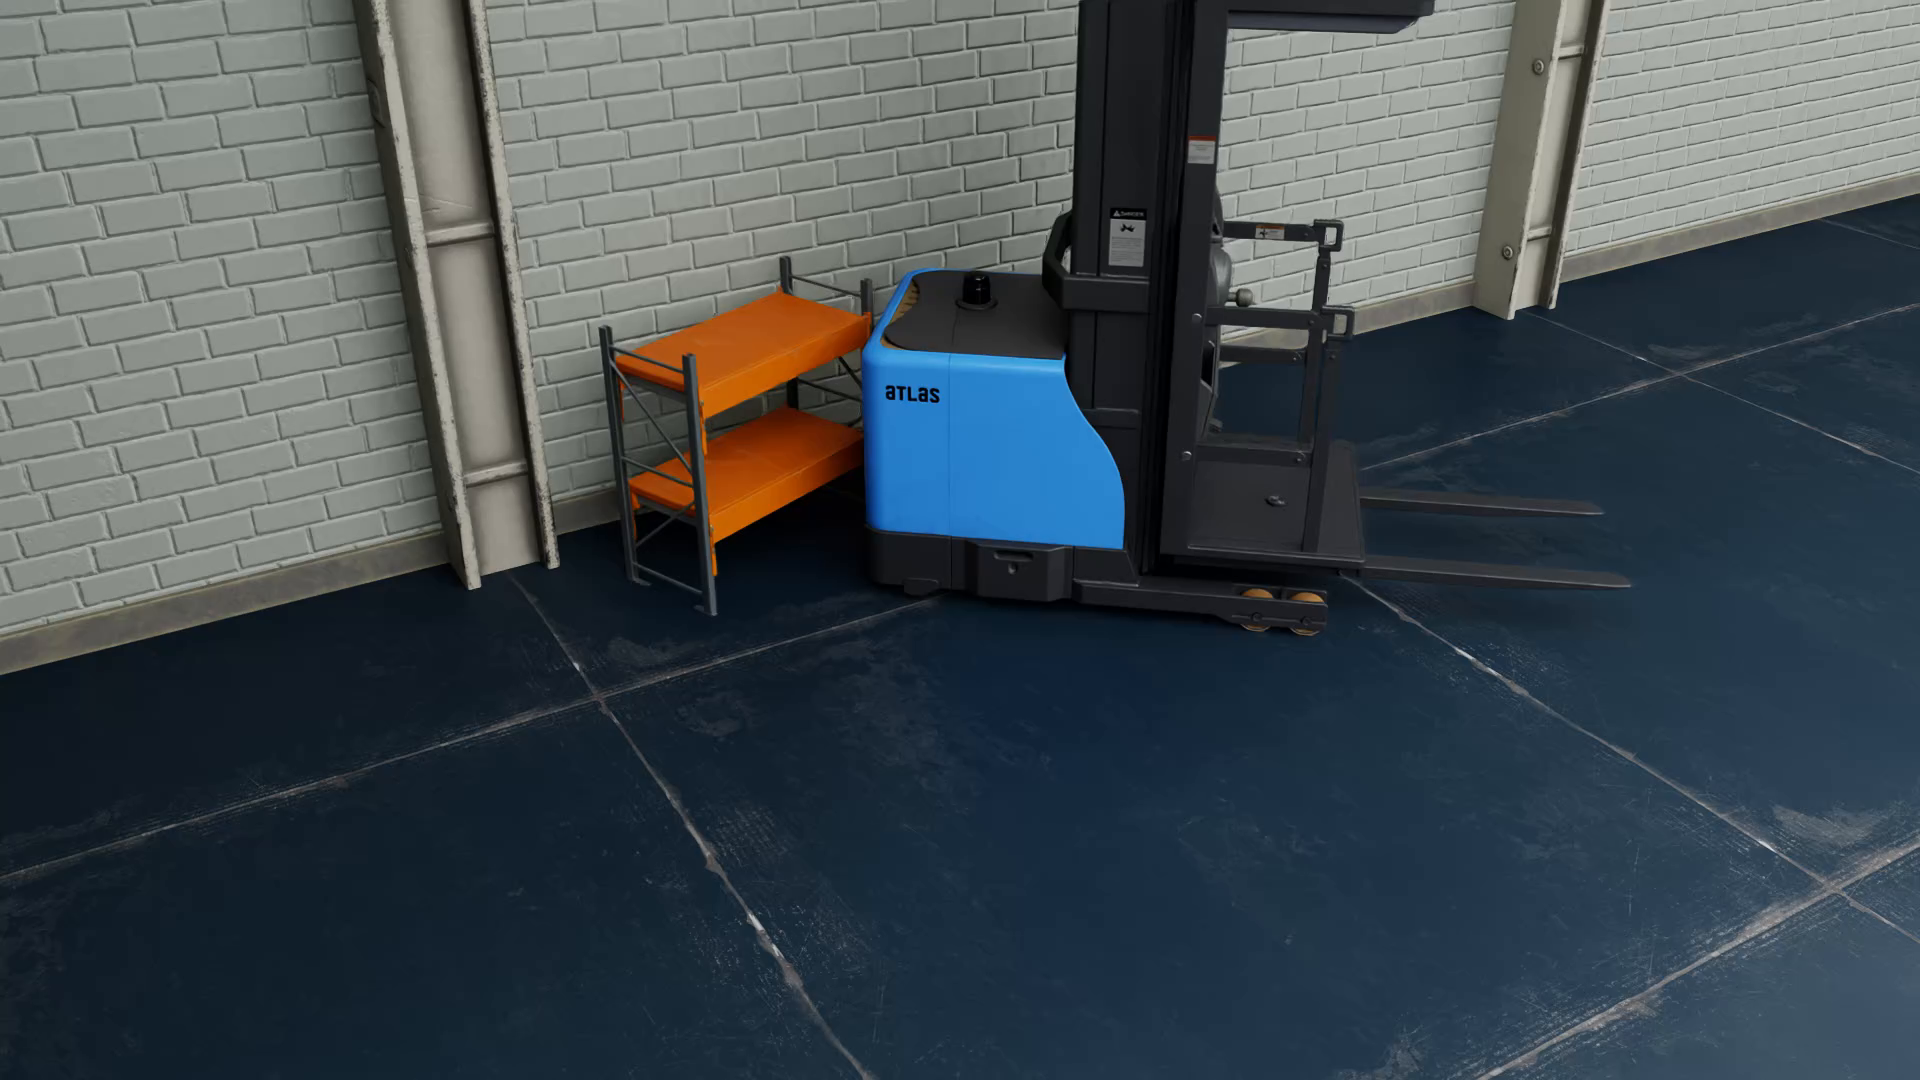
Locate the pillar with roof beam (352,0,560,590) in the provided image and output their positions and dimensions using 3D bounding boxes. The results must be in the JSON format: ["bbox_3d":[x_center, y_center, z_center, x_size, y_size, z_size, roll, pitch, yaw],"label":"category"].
[{"bbox_3d":[0.240,-2.051,1.654,0.400,9.000,9.100,-16,33,-26],"label":"pillar with roof beam"}]

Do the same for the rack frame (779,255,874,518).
[{"bbox_3d":[-0.567,-0.650,7.264,0.500,1.125,0.032,20,35,32],"label":"rack frame"}]

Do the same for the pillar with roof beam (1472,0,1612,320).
[{"bbox_3d":[5.413,-3.520,4.315,0.400,9.000,9.100,-16,33,-26],"label":"pillar with roof beam"}]

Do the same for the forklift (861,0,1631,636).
[{"bbox_3d":[1.168,-1.183,6.360,3.031,2.935,1.130,4,29,8],"label":"forklift"}]

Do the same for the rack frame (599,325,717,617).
[{"bbox_3d":[-1.187,-0.261,6.559,0.500,1.125,0.032,20,35,32],"label":"rack frame"}]

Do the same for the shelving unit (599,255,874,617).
[{"bbox_3d":[-0.877,-0.456,6.912,0.538,1.125,1.048,20,35,32],"label":"shelving unit"}]

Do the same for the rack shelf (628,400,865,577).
[{"bbox_3d":[-0.877,-0.242,7.030,0.538,0.278,1.000,20,35,32],"label":"rack shelf"}]

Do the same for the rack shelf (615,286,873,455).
[{"bbox_3d":[-0.877,-0.712,6.770,0.538,0.278,1.000,20,35,32],"label":"rack shelf"}]
